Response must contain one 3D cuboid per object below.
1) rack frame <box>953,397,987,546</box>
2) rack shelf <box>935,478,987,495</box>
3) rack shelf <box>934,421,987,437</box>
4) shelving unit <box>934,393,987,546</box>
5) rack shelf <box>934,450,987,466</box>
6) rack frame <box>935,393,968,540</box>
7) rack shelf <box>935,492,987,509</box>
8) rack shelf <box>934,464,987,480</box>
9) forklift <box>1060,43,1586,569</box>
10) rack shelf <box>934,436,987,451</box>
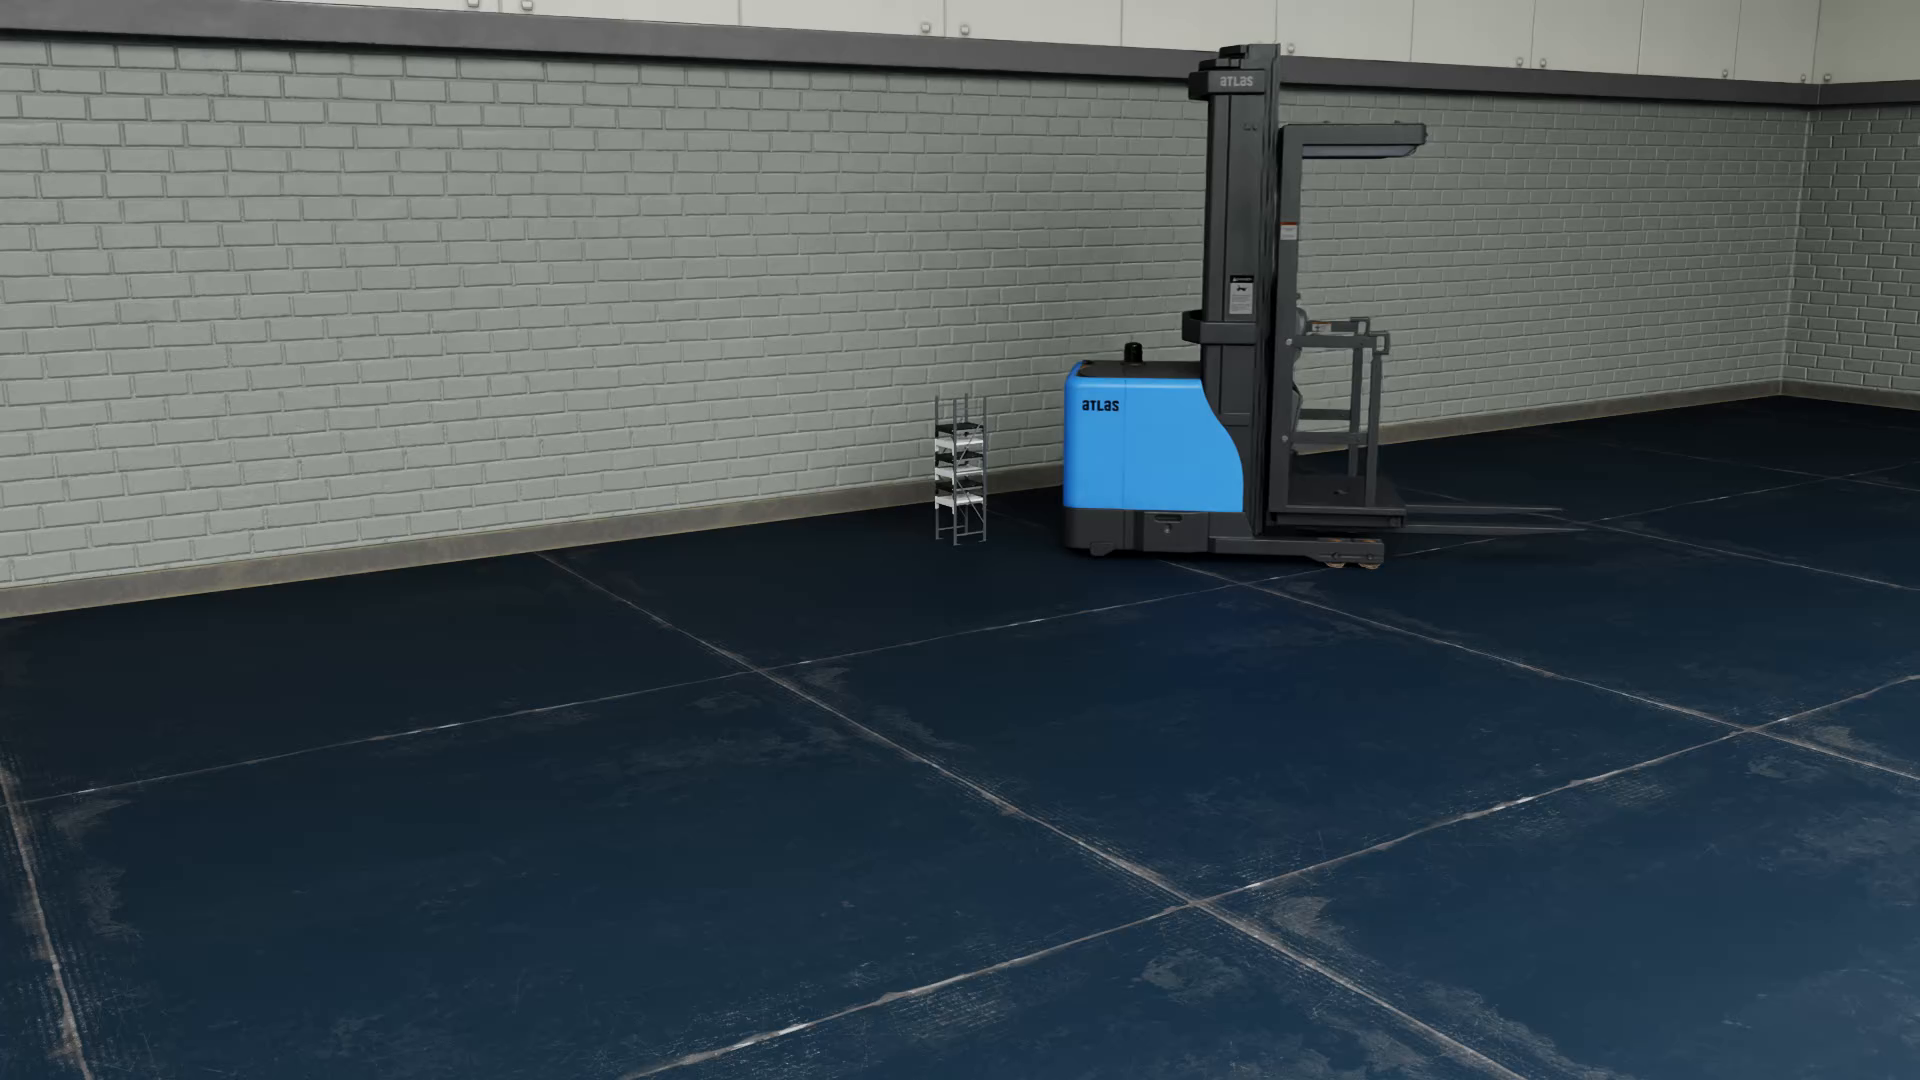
[{"bbox_3d":[0.061,-0.420,10.176,0.240,0.900,0.006,-8,15,-33],"label":"rack frame"},{"bbox_3d":[0.004,-0.318,10.285,0.258,0.077,0.200,-8,15,-33],"label":"rack shelf"},{"bbox_3d":[0.004,-0.669,10.208,0.258,0.077,0.200,-8,15,-33],"label":"rack shelf"},{"bbox_3d":[0.004,-0.438,10.259,0.258,0.900,0.210,-8,15,-33],"label":"shelving unit"},{"bbox_3d":[0.004,-0.494,10.247,0.258,0.077,0.200,-8,15,-33],"label":"rack shelf"},{"bbox_3d":[-0.052,-0.456,10.342,0.240,0.900,0.006,-8,15,-33],"label":"rack frame"},{"bbox_3d":[0.004,-0.230,10.305,0.258,0.077,0.200,-8,15,-33],"label":"rack shelf"},{"bbox_3d":[0.004,-0.406,10.266,0.258,0.077,0.200,-8,15,-33],"label":"rack shelf"},{"bbox_3d":[2.153,-1.385,9.833,3.031,2.935,1.130,2,12,7],"label":"forklift"},{"bbox_3d":[0.004,-0.581,10.228,0.258,0.077,0.200,-8,15,-33],"label":"rack shelf"}]
